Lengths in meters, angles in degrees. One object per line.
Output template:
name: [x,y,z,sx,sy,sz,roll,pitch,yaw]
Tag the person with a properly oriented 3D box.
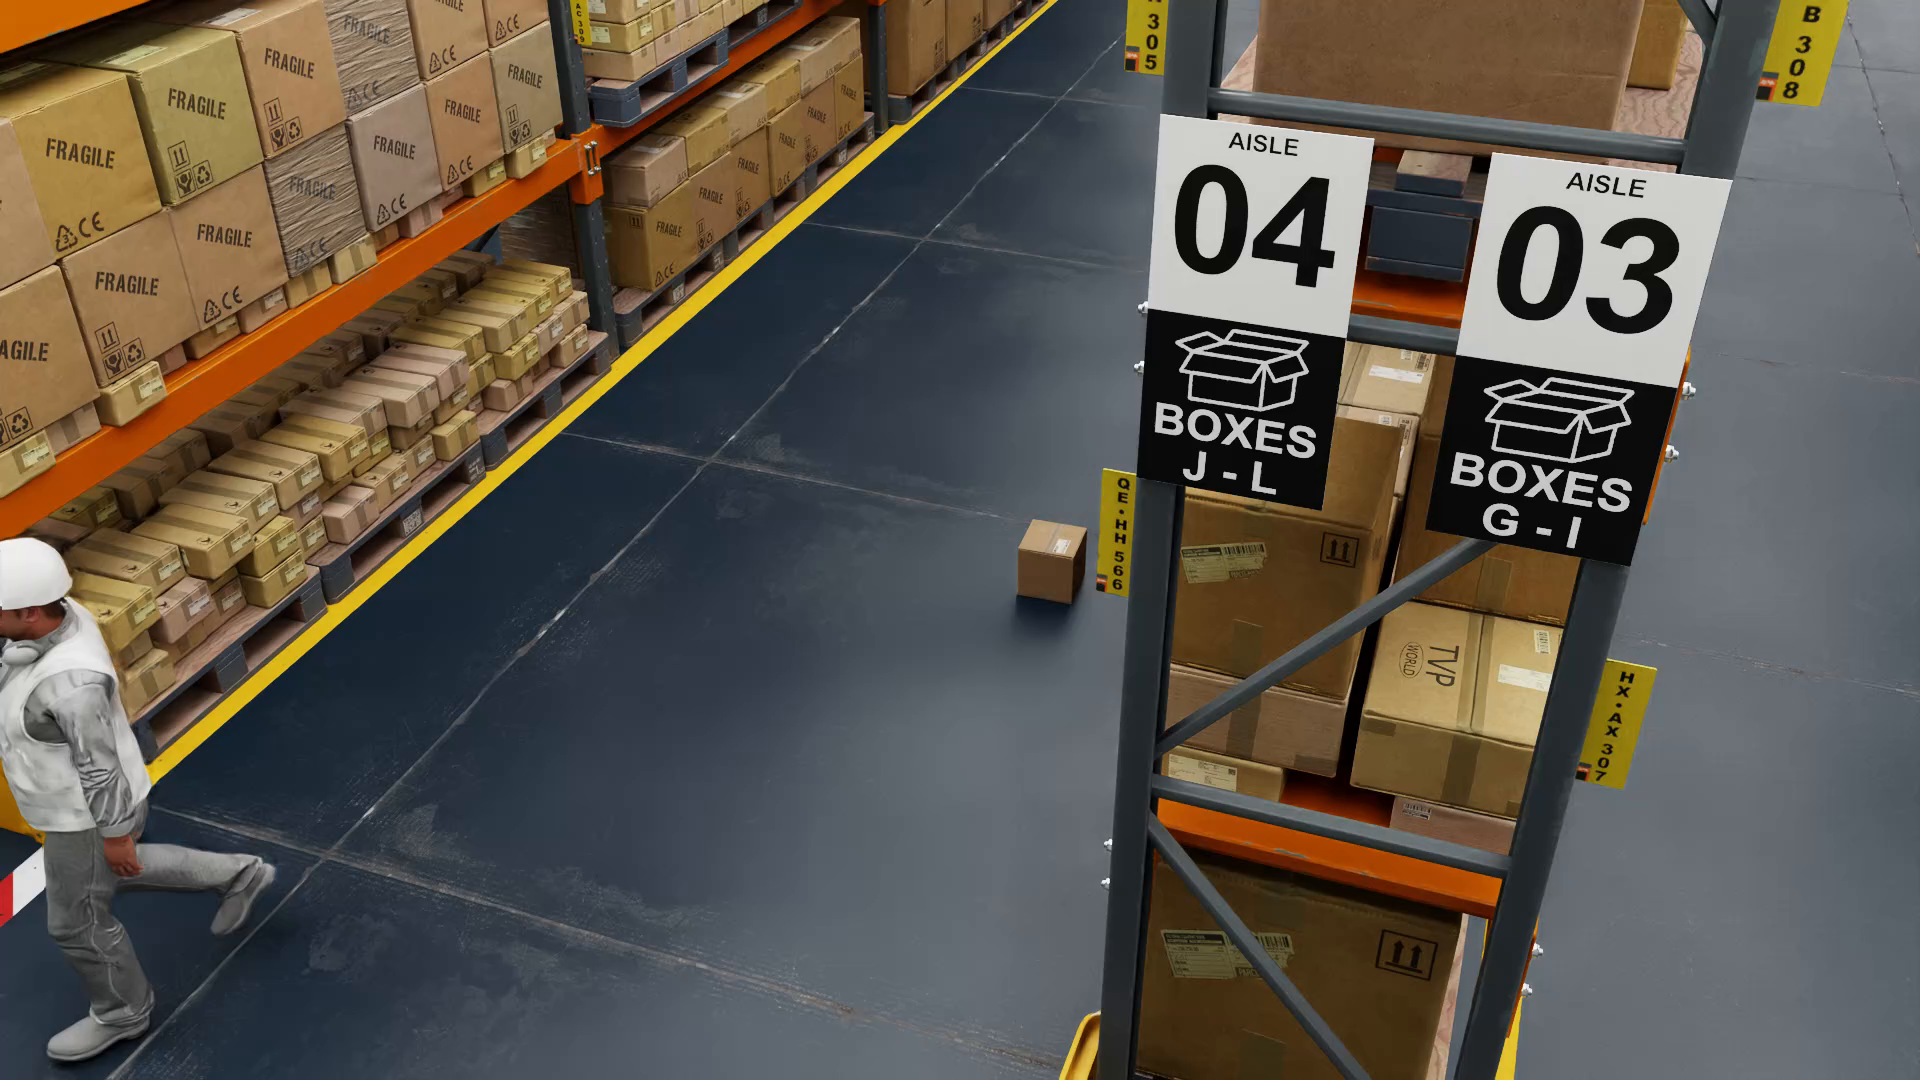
person: [-2.576,0.730,4.987,0.783,1.757,0.562,-18,37,-26]
